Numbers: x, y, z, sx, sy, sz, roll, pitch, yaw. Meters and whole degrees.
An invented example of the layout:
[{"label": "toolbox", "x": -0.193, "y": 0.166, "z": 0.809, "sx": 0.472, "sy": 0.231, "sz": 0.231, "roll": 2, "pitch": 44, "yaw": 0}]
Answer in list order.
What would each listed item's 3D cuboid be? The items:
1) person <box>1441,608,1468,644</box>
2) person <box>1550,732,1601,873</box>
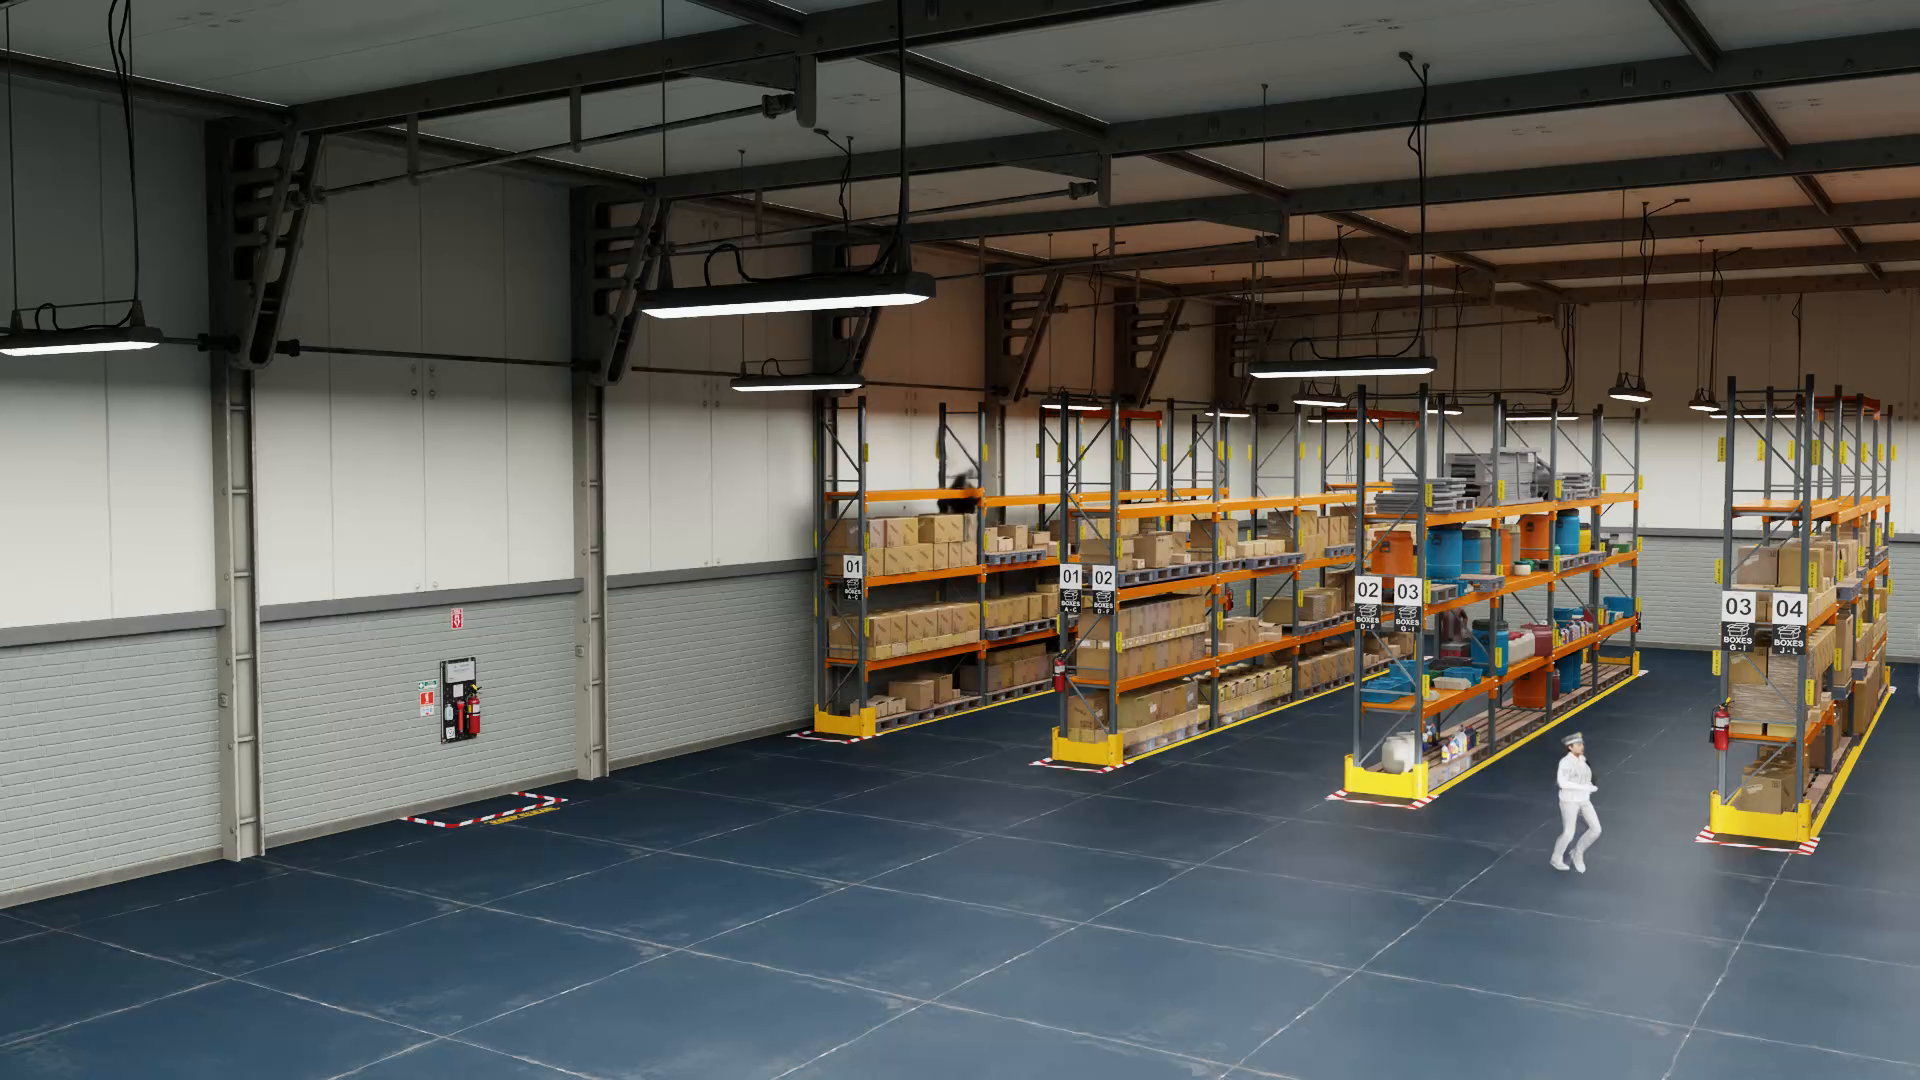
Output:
[{"label": "person", "x": 10.999, "y": 2.156, "z": 37.221, "sx": 0.690, "sy": 1.771, "sz": 1.042, "roll": 1, "pitch": 3, "yaw": 21}, {"label": "person", "x": 7.316, "y": 3.117, "z": 19.708, "sx": 0.648, "sy": 1.699, "sz": 0.629, "roll": -2, "pitch": 4, "yaw": -32}]
